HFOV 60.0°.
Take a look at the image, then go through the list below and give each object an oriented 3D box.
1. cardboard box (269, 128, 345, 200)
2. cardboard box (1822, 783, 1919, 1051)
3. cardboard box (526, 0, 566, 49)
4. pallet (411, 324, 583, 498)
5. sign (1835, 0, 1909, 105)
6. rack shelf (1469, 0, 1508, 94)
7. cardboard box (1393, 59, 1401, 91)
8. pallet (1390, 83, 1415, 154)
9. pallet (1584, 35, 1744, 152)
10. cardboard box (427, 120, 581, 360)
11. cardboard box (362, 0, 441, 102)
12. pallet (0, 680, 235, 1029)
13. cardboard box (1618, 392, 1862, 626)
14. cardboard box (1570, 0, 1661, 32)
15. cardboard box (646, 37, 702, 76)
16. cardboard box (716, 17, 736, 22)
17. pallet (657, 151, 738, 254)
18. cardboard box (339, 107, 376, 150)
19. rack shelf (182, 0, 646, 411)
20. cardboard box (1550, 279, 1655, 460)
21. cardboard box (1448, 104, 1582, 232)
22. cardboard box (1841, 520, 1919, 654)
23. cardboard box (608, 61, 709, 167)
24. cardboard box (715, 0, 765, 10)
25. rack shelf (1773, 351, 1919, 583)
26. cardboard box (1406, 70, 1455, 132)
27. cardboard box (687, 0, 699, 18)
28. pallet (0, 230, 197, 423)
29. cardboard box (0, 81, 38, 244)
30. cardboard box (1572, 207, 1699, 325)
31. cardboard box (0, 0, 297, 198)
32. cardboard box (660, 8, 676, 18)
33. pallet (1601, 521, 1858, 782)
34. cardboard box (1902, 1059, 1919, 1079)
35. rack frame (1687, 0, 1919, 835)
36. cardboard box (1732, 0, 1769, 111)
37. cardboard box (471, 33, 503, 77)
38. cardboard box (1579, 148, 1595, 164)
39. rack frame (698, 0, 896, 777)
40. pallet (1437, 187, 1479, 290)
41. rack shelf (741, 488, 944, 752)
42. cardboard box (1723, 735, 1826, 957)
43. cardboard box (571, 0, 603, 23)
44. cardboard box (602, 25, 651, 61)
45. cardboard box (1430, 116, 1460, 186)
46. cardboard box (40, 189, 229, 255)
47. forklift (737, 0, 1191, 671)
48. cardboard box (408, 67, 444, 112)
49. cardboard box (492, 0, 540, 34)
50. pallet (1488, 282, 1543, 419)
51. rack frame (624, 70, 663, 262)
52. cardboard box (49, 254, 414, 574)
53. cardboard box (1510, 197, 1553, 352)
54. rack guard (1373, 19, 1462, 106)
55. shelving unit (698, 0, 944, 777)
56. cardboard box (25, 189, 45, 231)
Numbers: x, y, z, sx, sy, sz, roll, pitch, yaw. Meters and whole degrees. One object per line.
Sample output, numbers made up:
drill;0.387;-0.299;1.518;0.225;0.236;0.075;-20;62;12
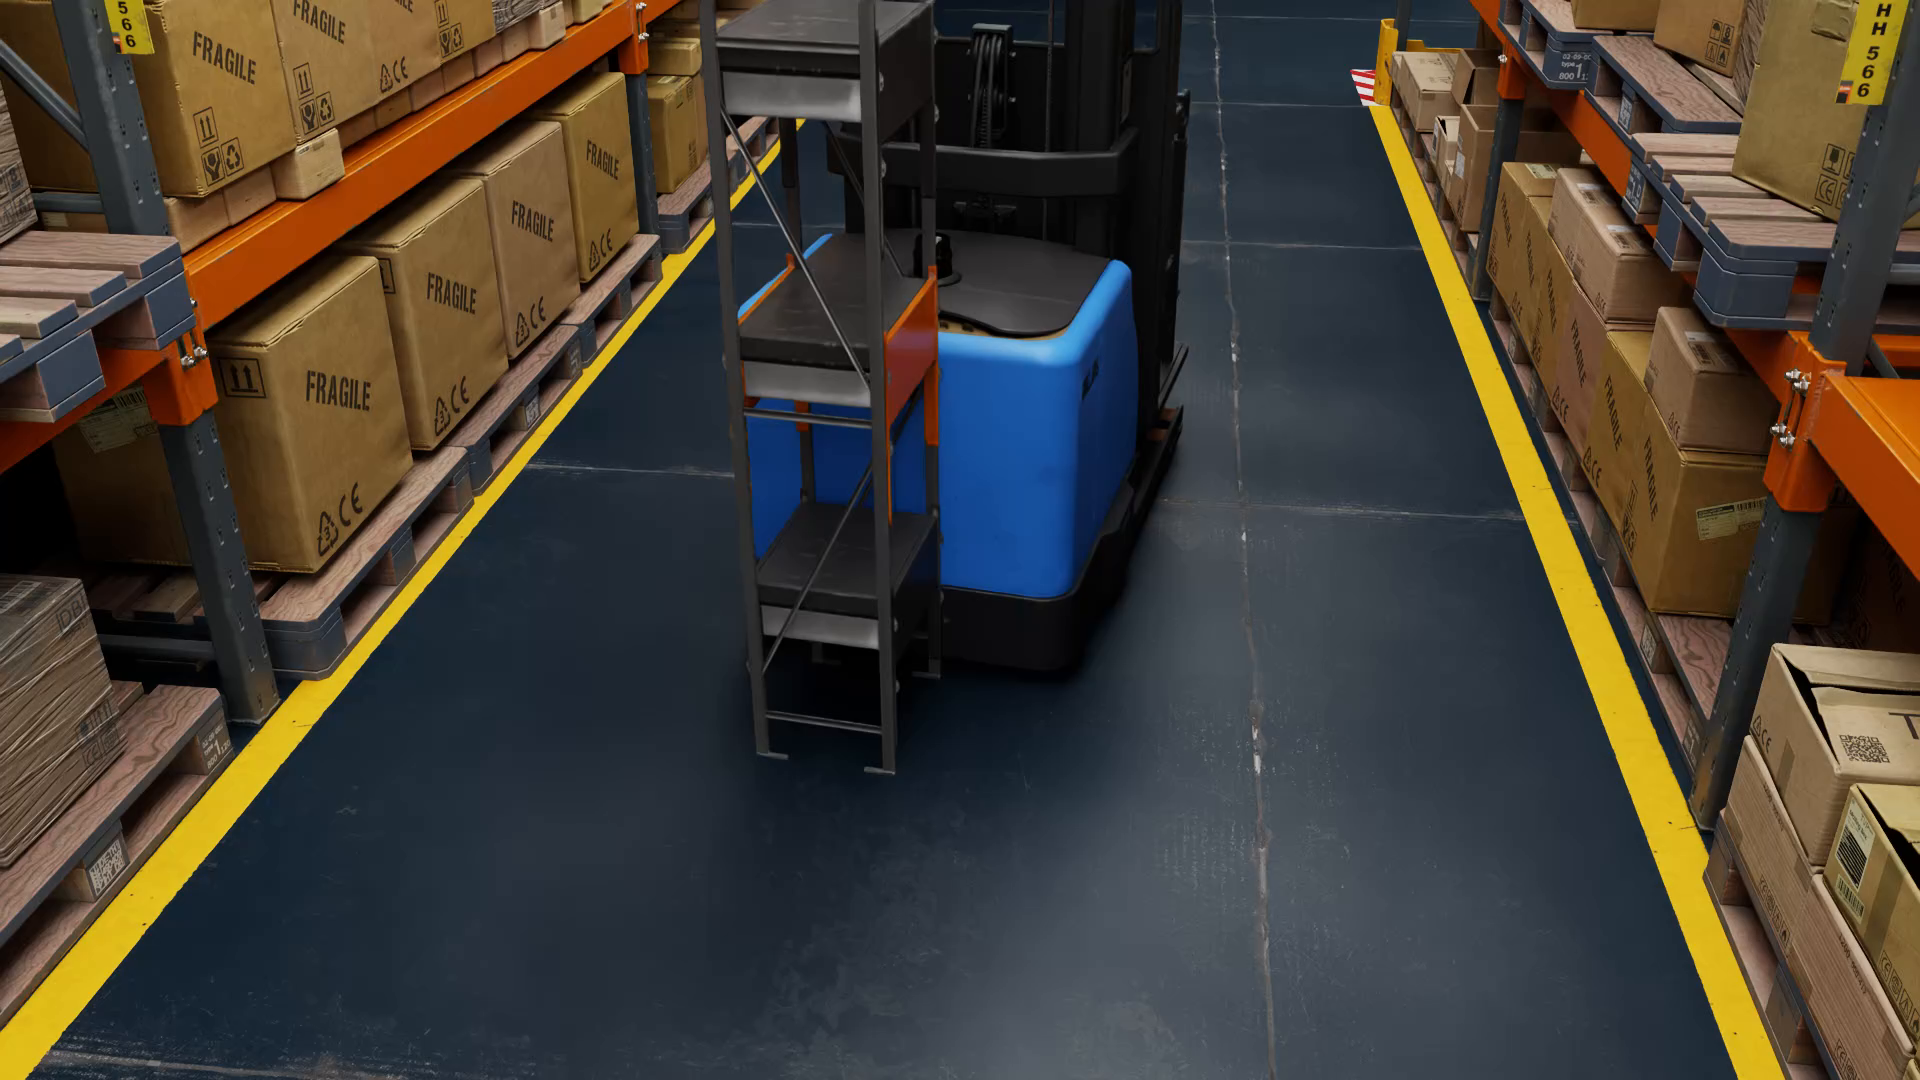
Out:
cardboard box;-2.061;-1.120;4.911;0.380;0.149;0.250;4;29;8
cardboard box;2.018;0.700;3.154;0.500;0.311;0.500;3;28;5
cardboard box;-1.816;-2.081;6.693;0.380;0.149;0.250;3;28;6
pallet;-2.164;-0.554;6.556;1.003;0.211;1.213;3;28;6
sign;1.890;-1.058;3.415;0.100;0.325;0.005;3;28;6
rack shelf;3.164;-3.064;9.033;1.077;0.370;4.000;3;28;6
cardboard box;2.986;-2.974;10.630;0.380;0.166;0.250;3;28;6
pallet;3.303;-2.683;10.508;1.003;0.211;1.213;3;28;6
pallet;2.663;-1.388;5.365;1.003;0.211;1.213;3;28;6
cardboard box;-2.054;-1.232;6.697;0.750;0.750;0.750;4;29;8
cardboard box;-2.039;-1.720;5.339;0.500;0.500;0.500;3;28;6
pallet;-2.585;0.753;4.130;1.003;0.211;1.213;3;28;6
cardboard box;2.311;-0.103;4.951;0.500;0.500;0.500;4;29;8
cardboard box;2.618;-2.131;5.994;0.700;0.500;0.500;8;29;14
cardboard box;-1.581;-2.592;8.907;0.380;0.149;0.250;4;29;8
cardboard box;-1.616;-2.885;10.135;0.700;0.500;0.500;2;28;5
pallet;-1.827;-1.851;8.963;1.003;0.211;1.213;3;28;6
cardboard box;-2.130;-1.369;5.372;0.380;0.149;0.250;4;29;7
rack shelf;-2.242;-1.467;6.069;1.077;0.370;4.000;3;28;6
cardboard box;2.433;-0.594;5.862;0.500;0.500;0.500;2;28;4
cardboard box;2.708;-1.817;8.132;0.500;0.500;0.500;3;28;6
cardboard box;2.769;0.153;4.475;0.500;0.500;0.500;5;29;8
cardboard box;-1.739;-2.392;9.220;0.700;0.500;0.500;3;28;6
cardboard box;-1.359;-3.451;10.503;0.380;0.149;0.250;4;29;8
rack shelf;2.184;0.702;2.043;1.077;0.370;4.000;3;28;6
cardboard box;2.939;-2.595;9.840;0.500;0.250;0.500;3;28;6
cardboard box;-1.800;-3.237;10.105;0.380;0.149;0.250;4;29;7
pallet;-2.469;-0.416;3.562;1.213;0.211;1.003;3;28;6
cardboard box;-2.535;-0.858;3.611;0.700;0.500;0.500;0;28;0
cardboard box;2.435;-0.942;5.717;0.500;0.250;0.500;3;28;5
cardboard box;-2.174;-1.240;4.449;0.500;0.500;0.500;4;29;8
cardboard box;-1.862;-2.997;9.660;0.380;0.149;0.250;3;28;5
pallet;2.558;0.322;4.930;1.003;0.211;1.213;3;28;6
cardboard box;1.955;1.180;2.852;0.500;0.250;0.500;3;28;5
rack frame;2.429;-0.556;3.620;1.000;3.000;0.127;3;28;6
cardboard box;2.696;-1.508;4.838;0.700;0.500;0.500;9;30;16
cardboard box;-1.957;-1.852;6.270;0.380;0.149;0.250;3;28;5
cardboard box;3.282;-1.978;8.783;0.380;0.166;0.250;3;28;6
rack frame;-0.374;-0.294;4.082;0.400;2.100;0.015;7;30;12
pallet;3.004;-1.535;8.376;1.003;0.211;1.213;3;28;6
rack shelf;-0.313;0.213;4.637;0.431;0.518;0.480;7;30;12
cardboard box;2.074;0.699;3.747;0.500;0.250;0.500;3;28;6
cardboard box;-1.765;-2.328;7.152;0.380;0.149;0.250;4;29;7
cardboard box;-1.925;-2.757;9.213;0.380;0.149;0.250;2;28;5
cardboard box;2.800;-2.087;8.832;0.500;0.311;0.500;3;28;6
cardboard box;-2.217;-0.882;4.469;0.380;0.149;0.250;3;28;5
forklift;0.230;-1.588;5.608;1.130;2.935;3.031;8;29;14
cardboard box;-2.040;-1.605;5.810;0.380;0.149;0.250;4;29;6
cardboard box;-1.927;-2.200;6.232;0.500;0.500;0.500;3;29;6
pallet;2.857;-0.826;7.062;1.003;0.211;1.213;3;28;6
rack frame;-1.997;-2.725;7.646;1.000;3.000;0.127;3;28;6
cardboard box;-2.267;-0.419;5.190;0.750;0.750;0.750;3;28;6
cardboard box;2.564;-1.067;6.740;0.500;0.500;0.500;4;29;7
rack guard;3.400;-3.186;11.136;1.175;0.500;0.348;3;28;6
shelving unit;-0.315;-0.410;4.289;0.431;2.100;0.503;7;30;12
cardboard box;-2.702;-0.909;4.518;0.380;0.149;0.250;4;29;7
